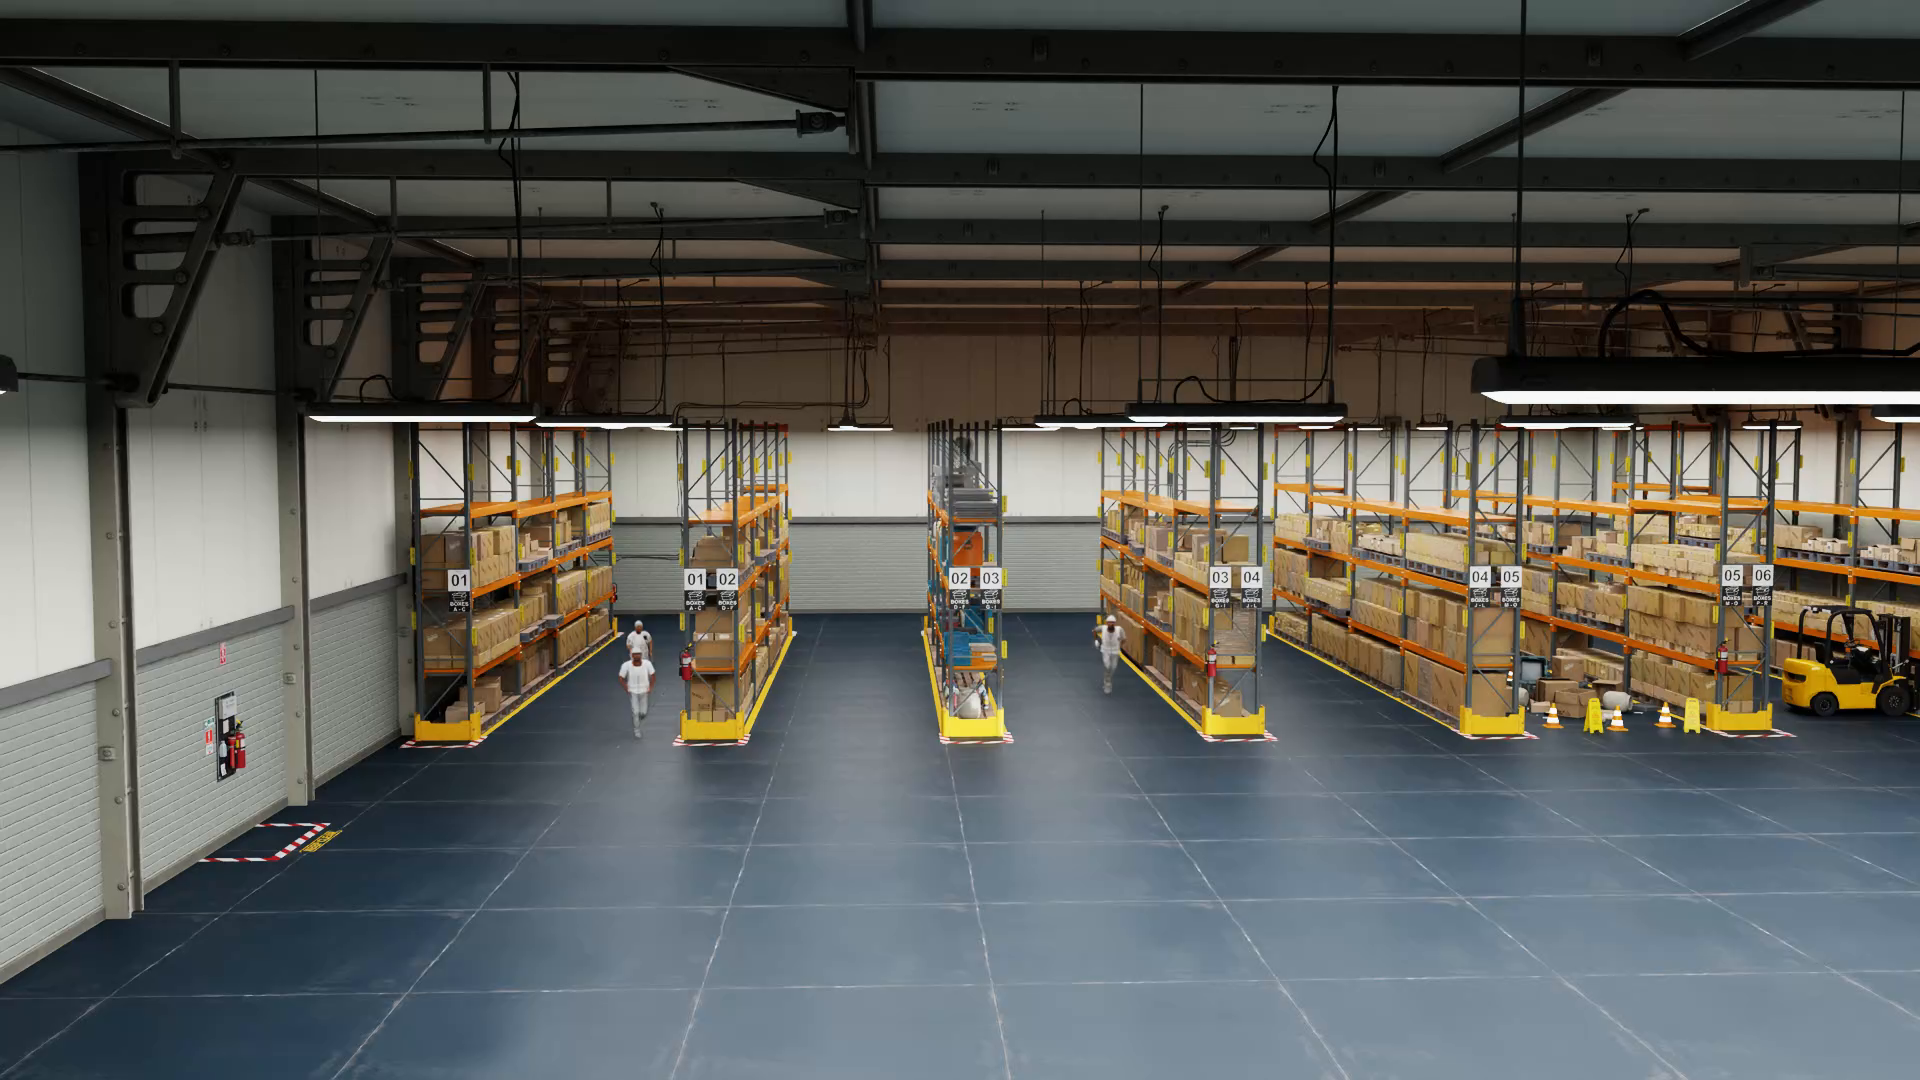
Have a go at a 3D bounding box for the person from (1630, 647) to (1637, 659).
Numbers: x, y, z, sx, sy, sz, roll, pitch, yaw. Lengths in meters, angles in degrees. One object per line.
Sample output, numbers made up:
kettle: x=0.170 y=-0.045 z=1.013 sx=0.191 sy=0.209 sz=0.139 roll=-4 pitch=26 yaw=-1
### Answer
person: x=16.418 y=2.303 z=40.165 sx=0.671 sy=1.774 sz=0.901 roll=0 pitch=4 yaw=0

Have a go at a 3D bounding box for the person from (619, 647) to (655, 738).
person: x=-6.075 y=2.853 z=31.321 sx=0.692 sy=1.719 sz=0.605 roll=-1 pitch=4 yaw=-17

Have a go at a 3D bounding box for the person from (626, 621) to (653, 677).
person: x=-6.988 y=2.572 z=36.312 sx=0.577 sy=1.626 sz=0.719 roll=-1 pitch=4 yaw=-13

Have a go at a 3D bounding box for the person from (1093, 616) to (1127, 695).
person: x=3.298 y=2.507 z=36.577 sx=0.668 sy=1.741 sz=0.937 roll=0 pitch=4 yaw=-7
